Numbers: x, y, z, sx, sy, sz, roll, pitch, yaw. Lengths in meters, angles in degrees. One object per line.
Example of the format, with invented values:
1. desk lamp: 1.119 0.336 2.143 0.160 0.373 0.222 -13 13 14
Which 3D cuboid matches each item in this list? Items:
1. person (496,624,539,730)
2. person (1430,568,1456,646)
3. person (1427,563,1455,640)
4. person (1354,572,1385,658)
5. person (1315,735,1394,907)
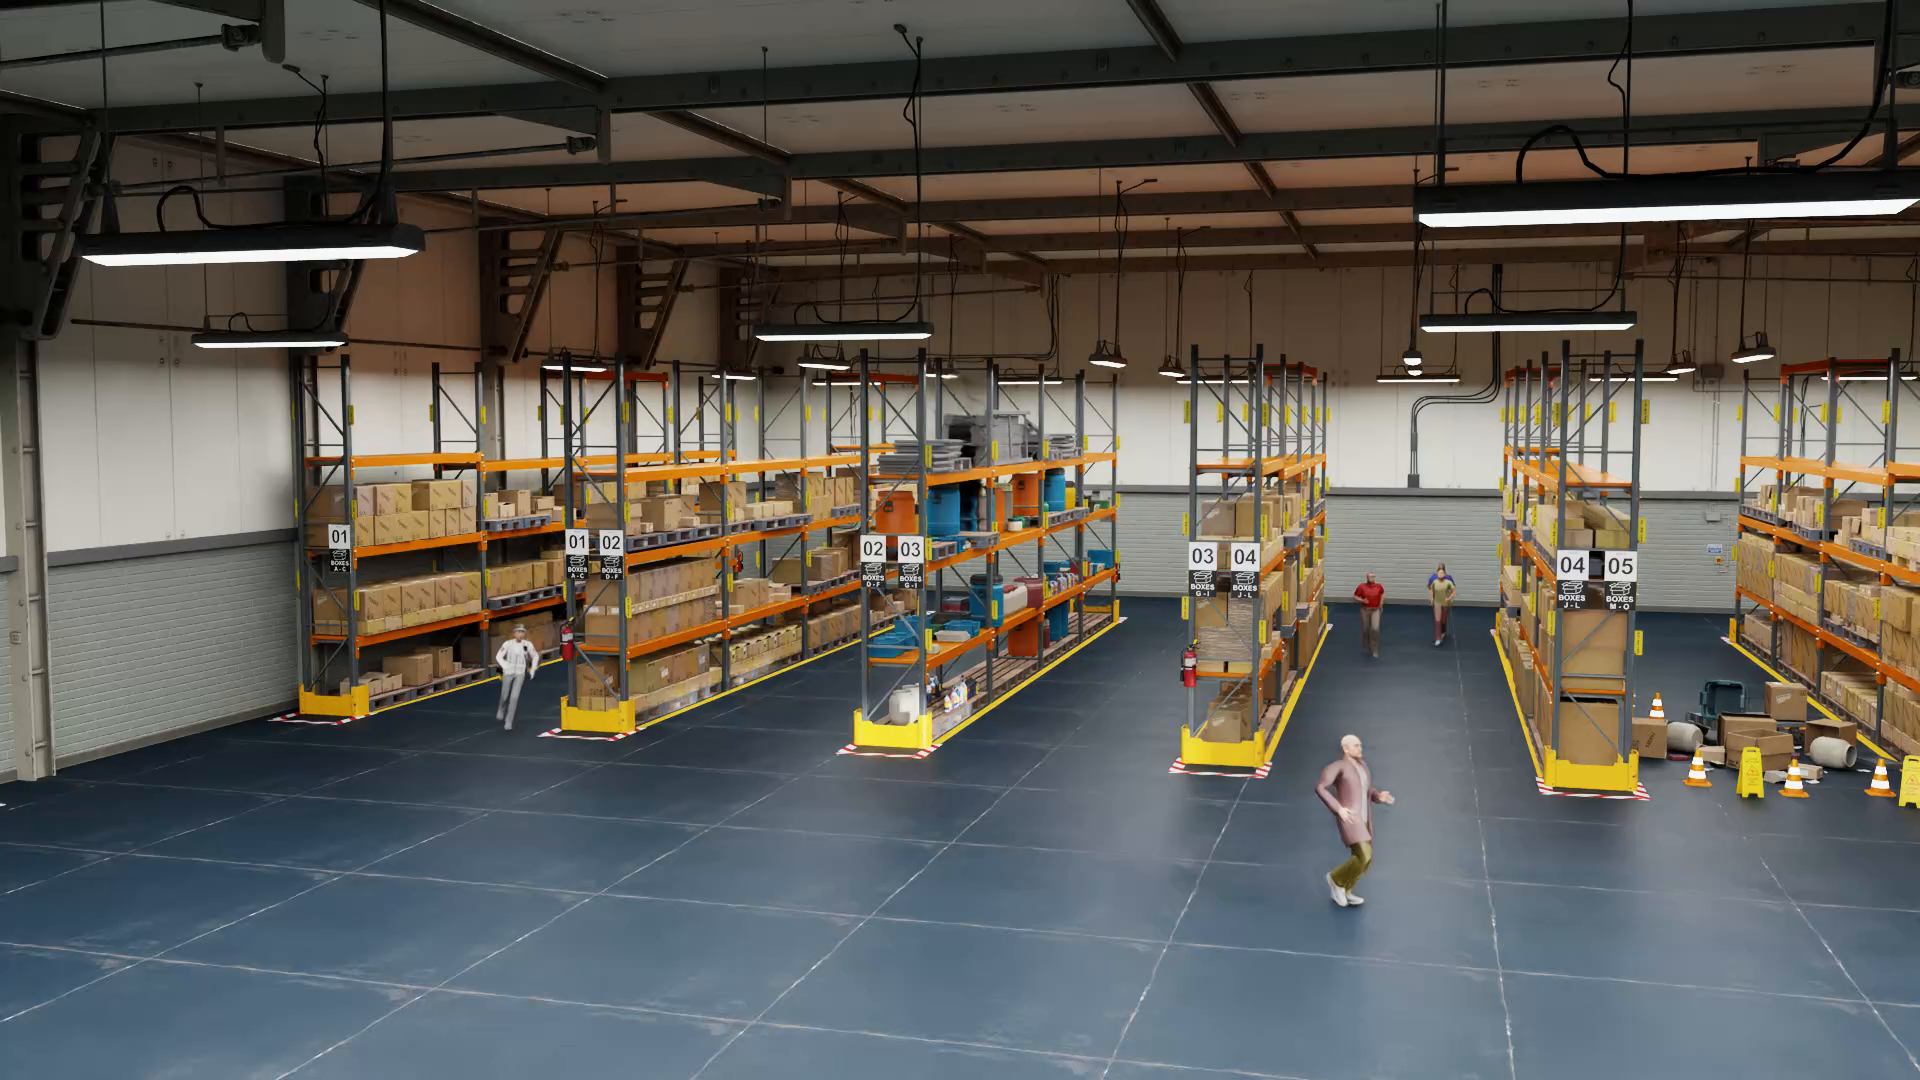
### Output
1. person: -7.134 2.167 26.805 0.687 1.667 0.788 -1 4 -15
2. person: 10.563 1.439 36.391 0.577 1.666 0.831 2 5 23
3. person: 10.783 1.366 37.409 0.580 1.706 0.742 3 5 37
4. person: 8.531 1.559 34.674 0.646 1.795 0.800 1 4 11
5. person: 4.038 2.860 16.869 0.642 1.745 0.695 4 6 45
